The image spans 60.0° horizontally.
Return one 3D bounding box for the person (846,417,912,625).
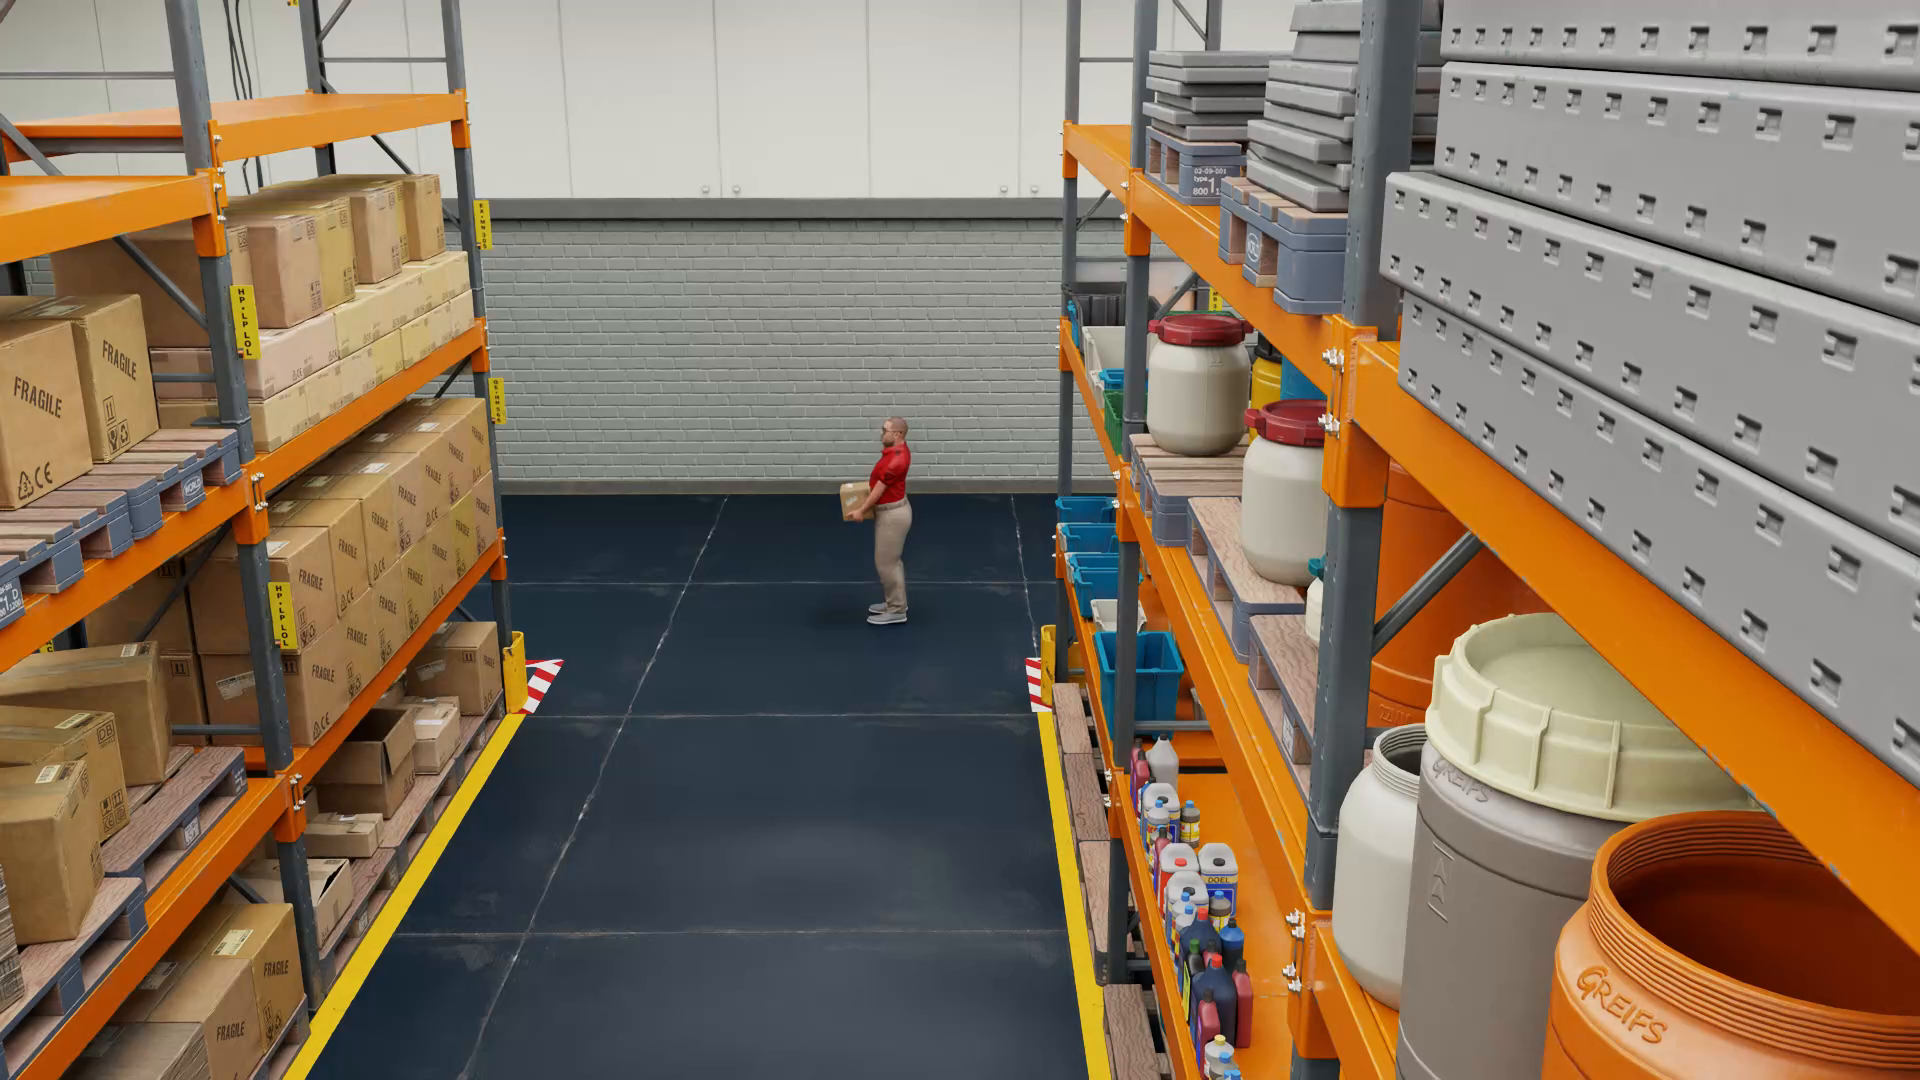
[{"bbox_3d":[-0.662,-0.169,13.646,0.538,1.719,0.493,0,17,0],"label":"person"}]
